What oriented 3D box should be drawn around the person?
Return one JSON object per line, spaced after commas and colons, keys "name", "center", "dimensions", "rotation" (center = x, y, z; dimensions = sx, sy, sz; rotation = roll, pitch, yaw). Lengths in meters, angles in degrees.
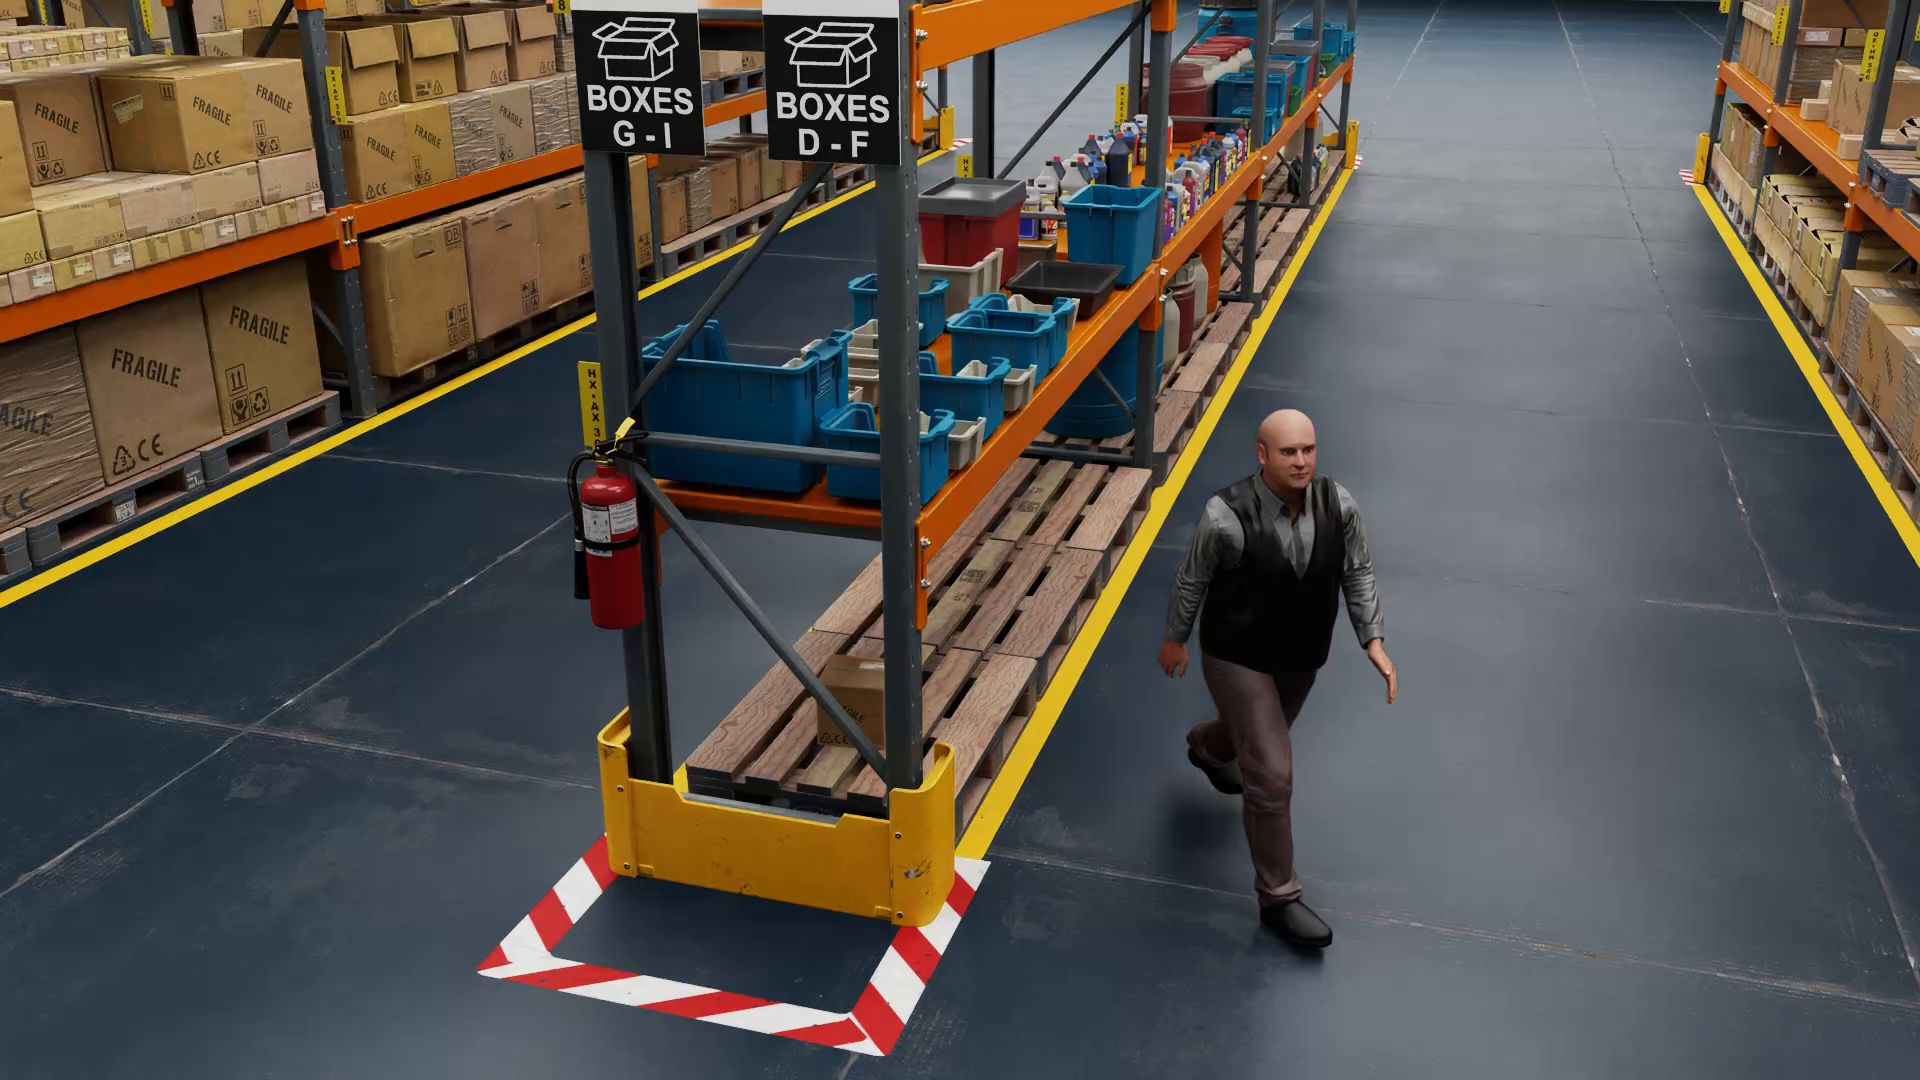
{"name": "person", "center": [0.981, 0.381, 5.397], "dimensions": [0.597, 1.566, 1.117], "rotation": [-8, 23, -19]}
